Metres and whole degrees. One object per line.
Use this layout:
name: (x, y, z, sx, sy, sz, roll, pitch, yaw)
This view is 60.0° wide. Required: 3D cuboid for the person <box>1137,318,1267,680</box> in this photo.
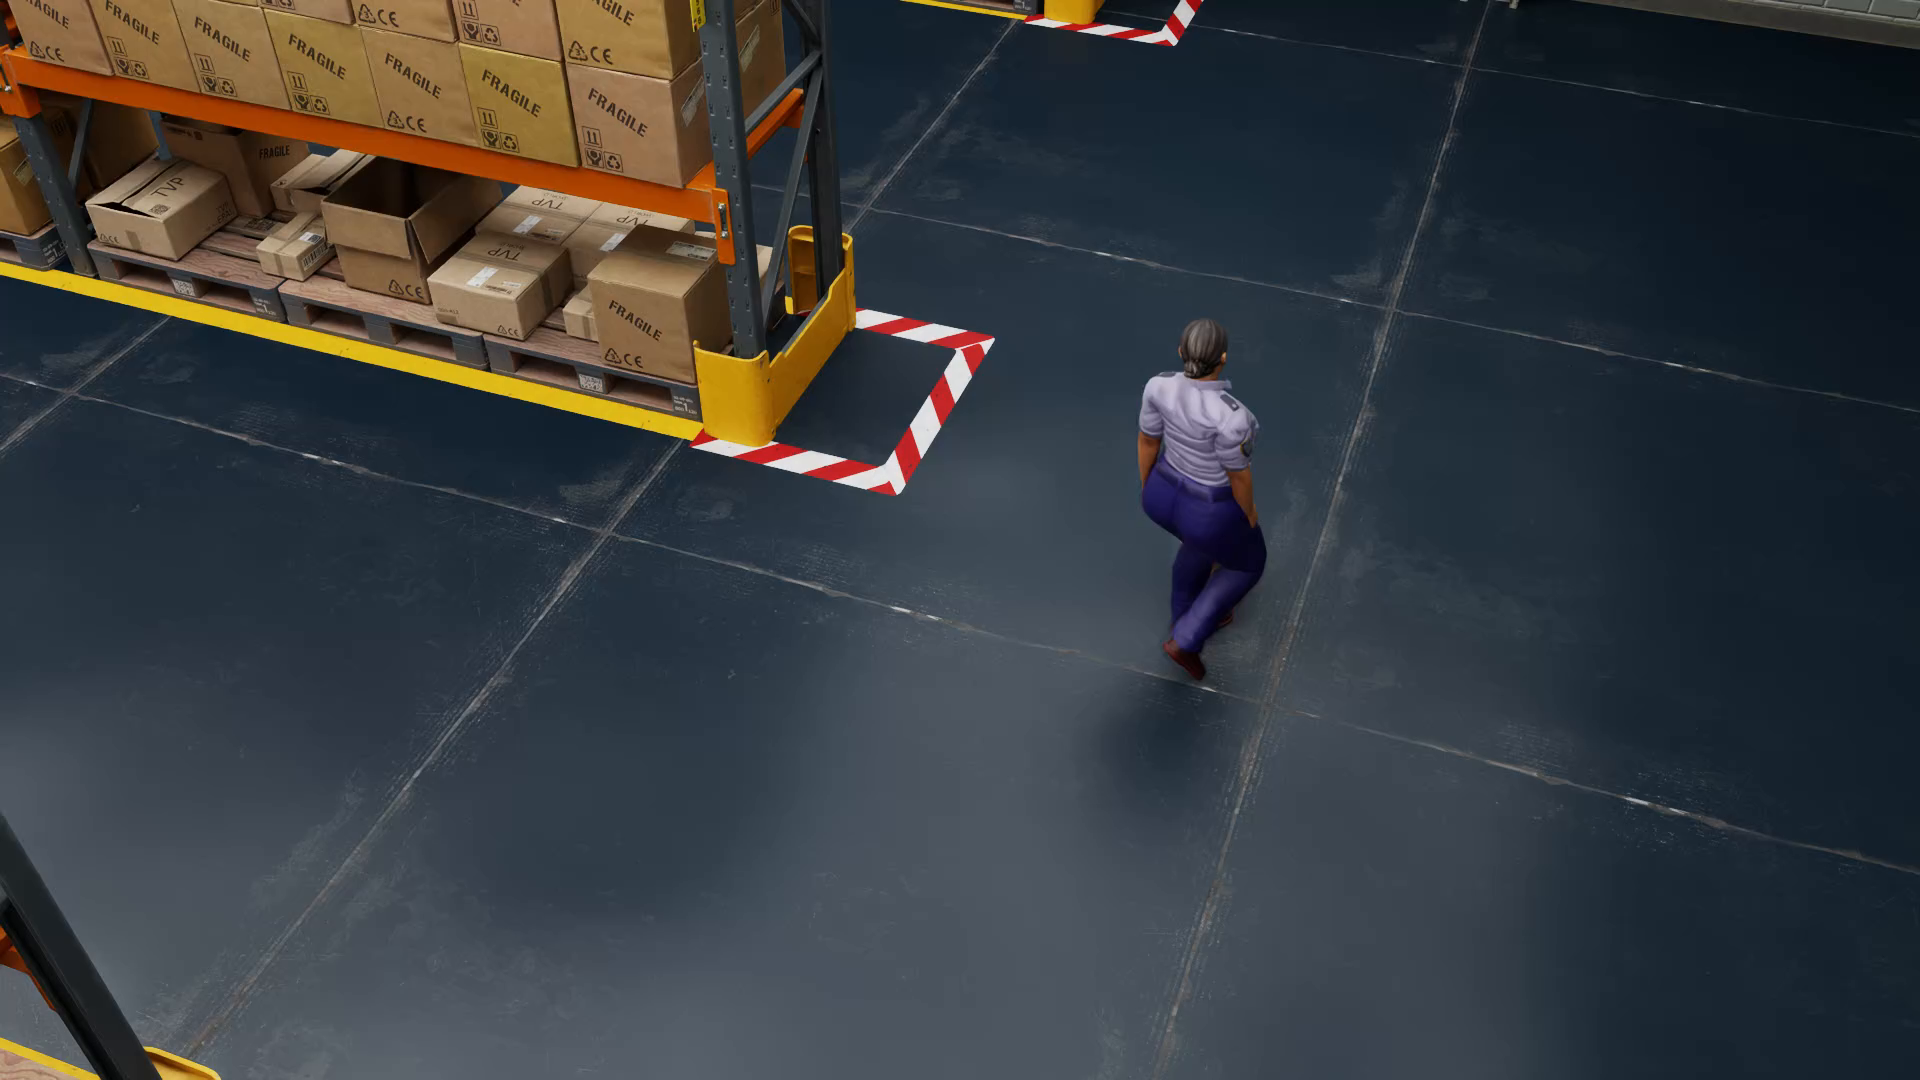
person: (0.929, -0.175, 6.402, 0.550, 1.622, 0.487, -33, 51, -32)
